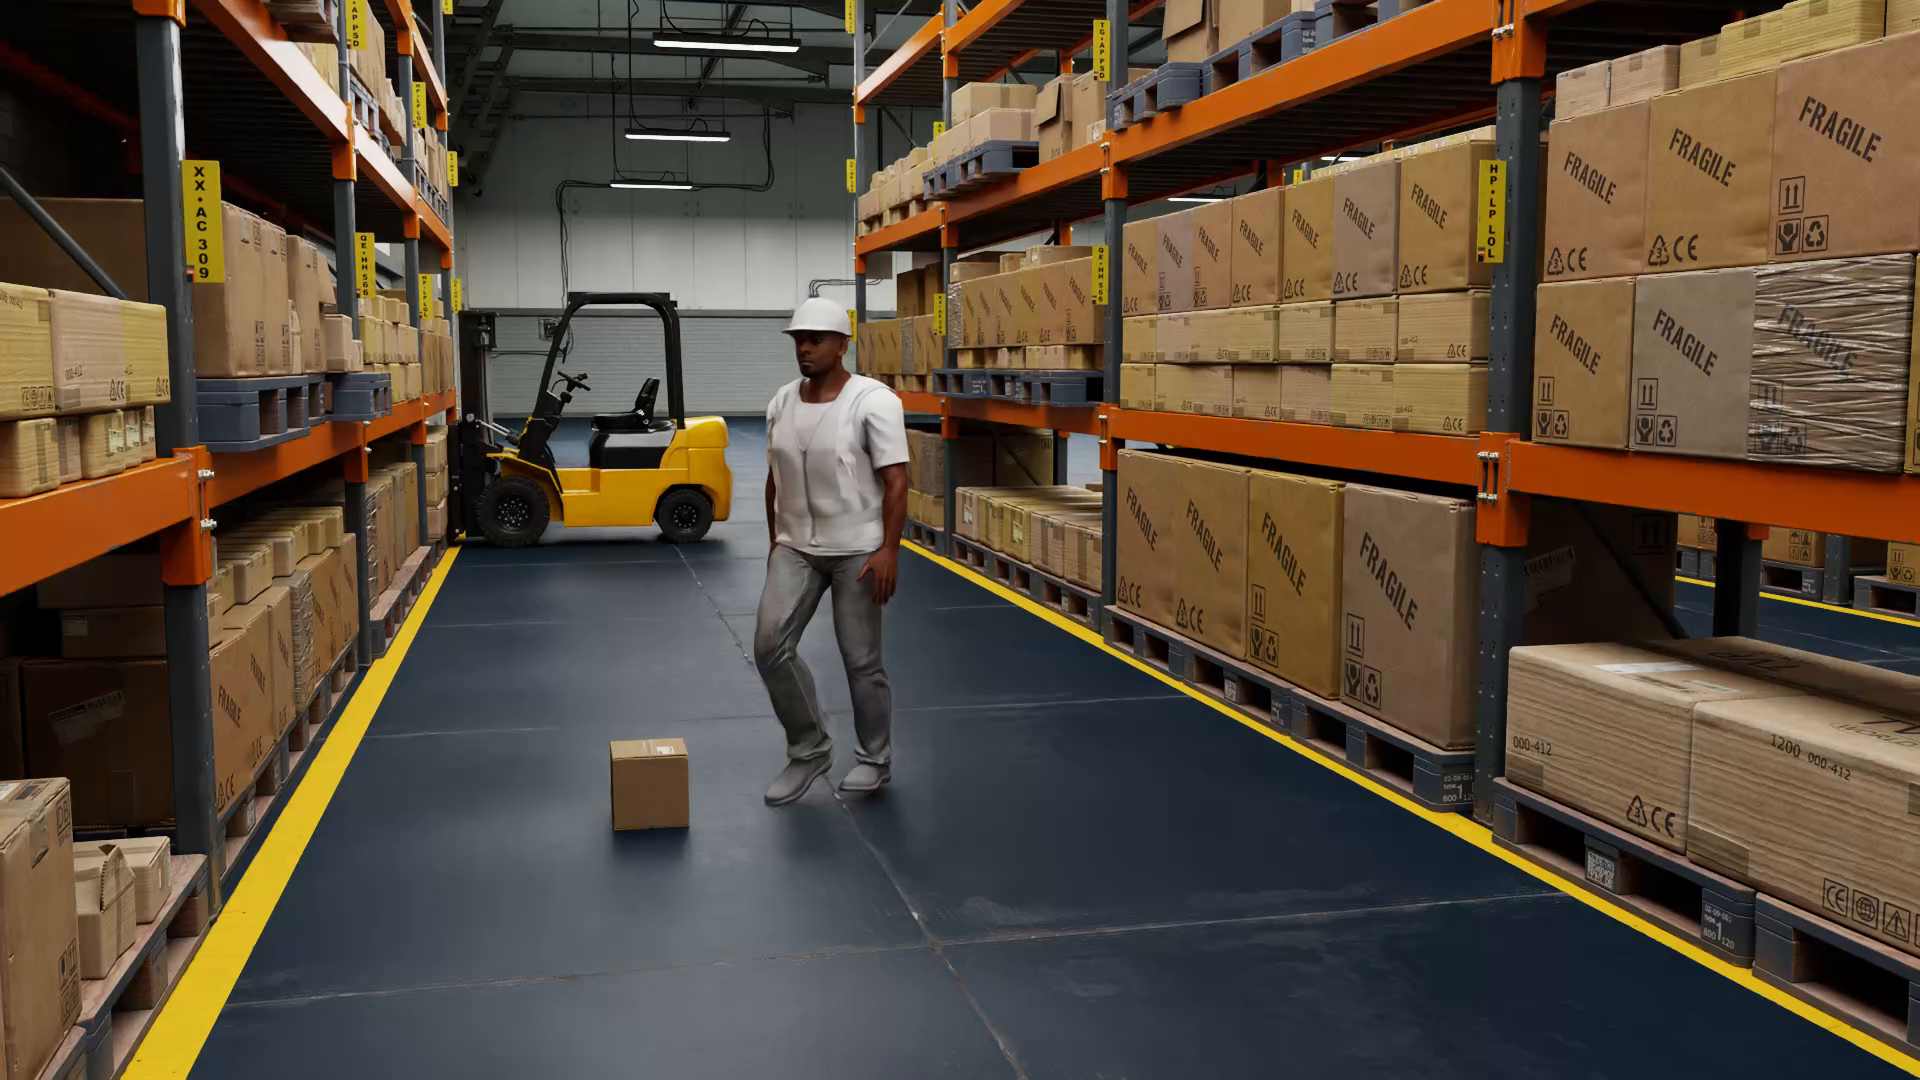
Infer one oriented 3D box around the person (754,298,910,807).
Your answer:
[{"bbox_3d":[-0.450,0.044,5.858,0.601,1.777,0.513,2,7,21],"label":"person"}]
